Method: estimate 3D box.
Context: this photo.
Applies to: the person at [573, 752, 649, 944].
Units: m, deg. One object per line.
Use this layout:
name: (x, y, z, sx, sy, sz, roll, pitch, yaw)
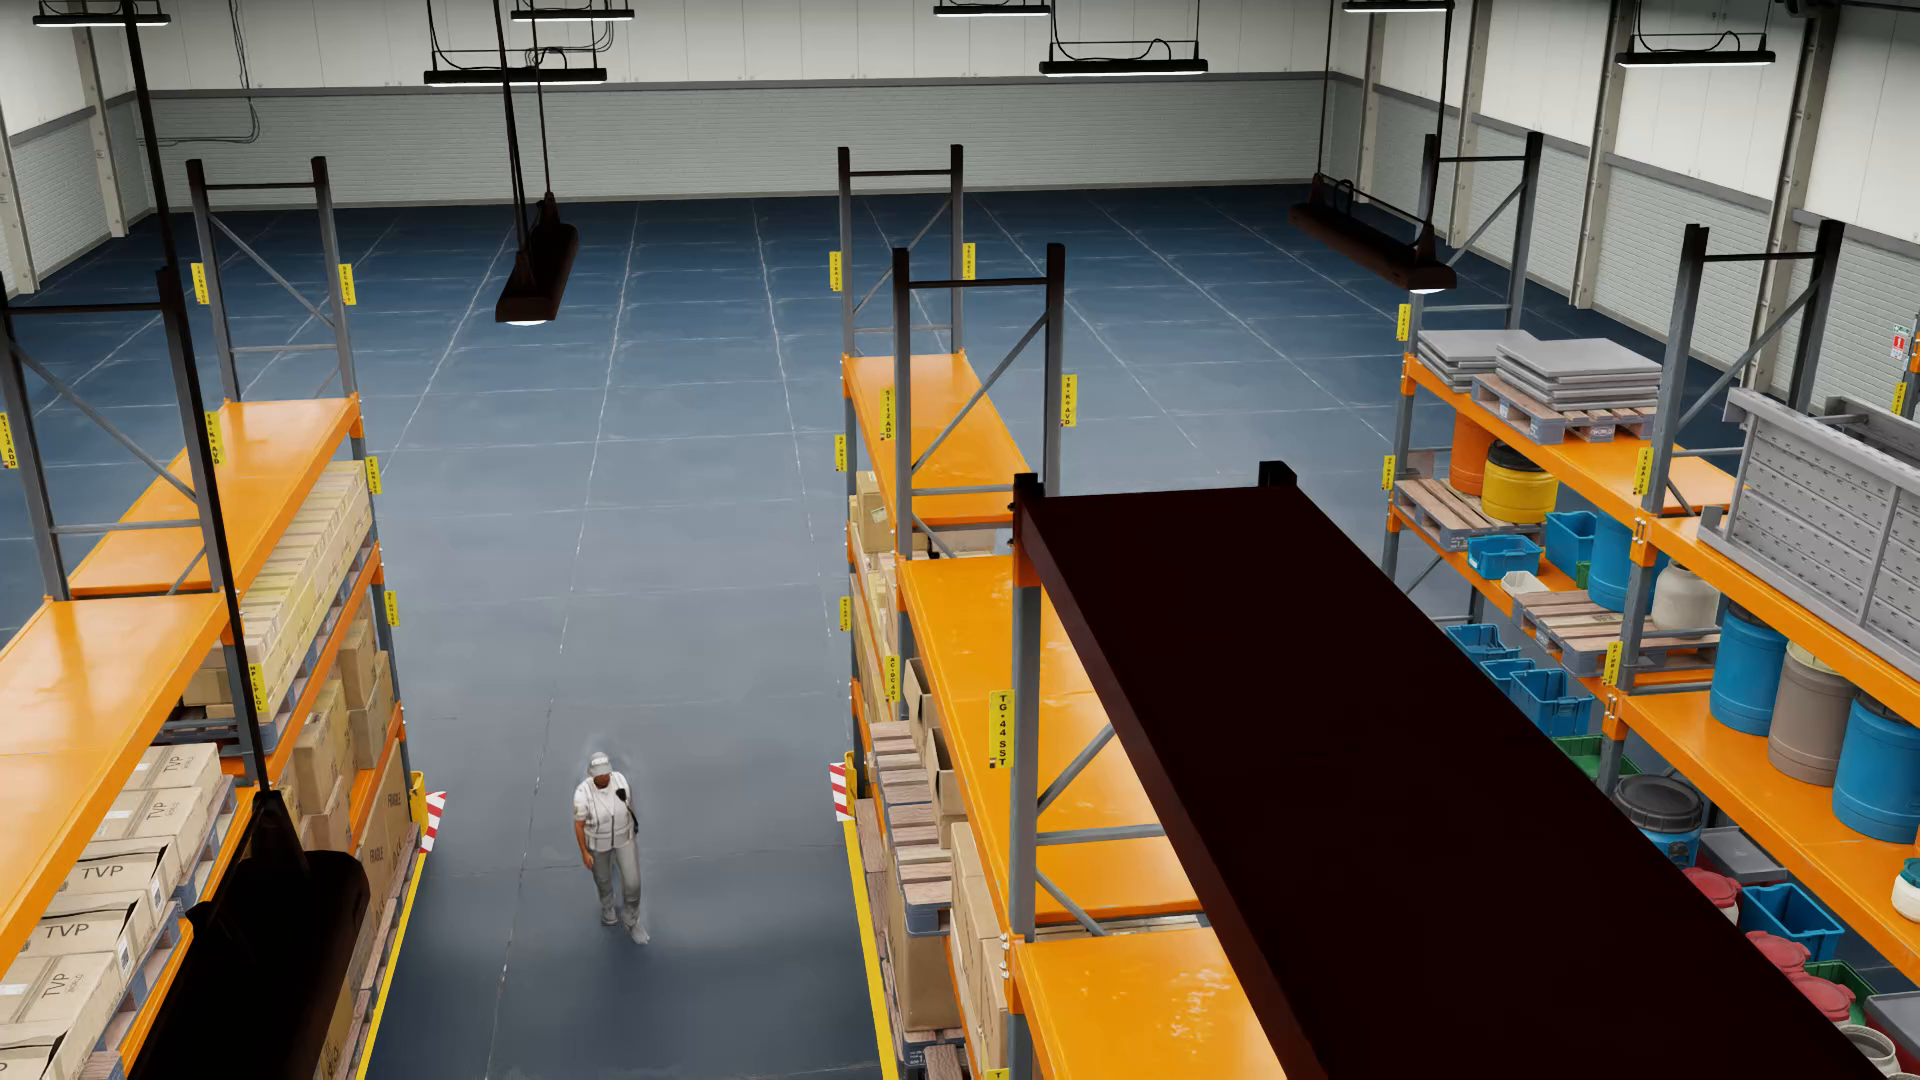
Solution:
person: (-2.831, 2.415, 13.331, 0.508, 1.678, 0.602, -7, 23, -18)
